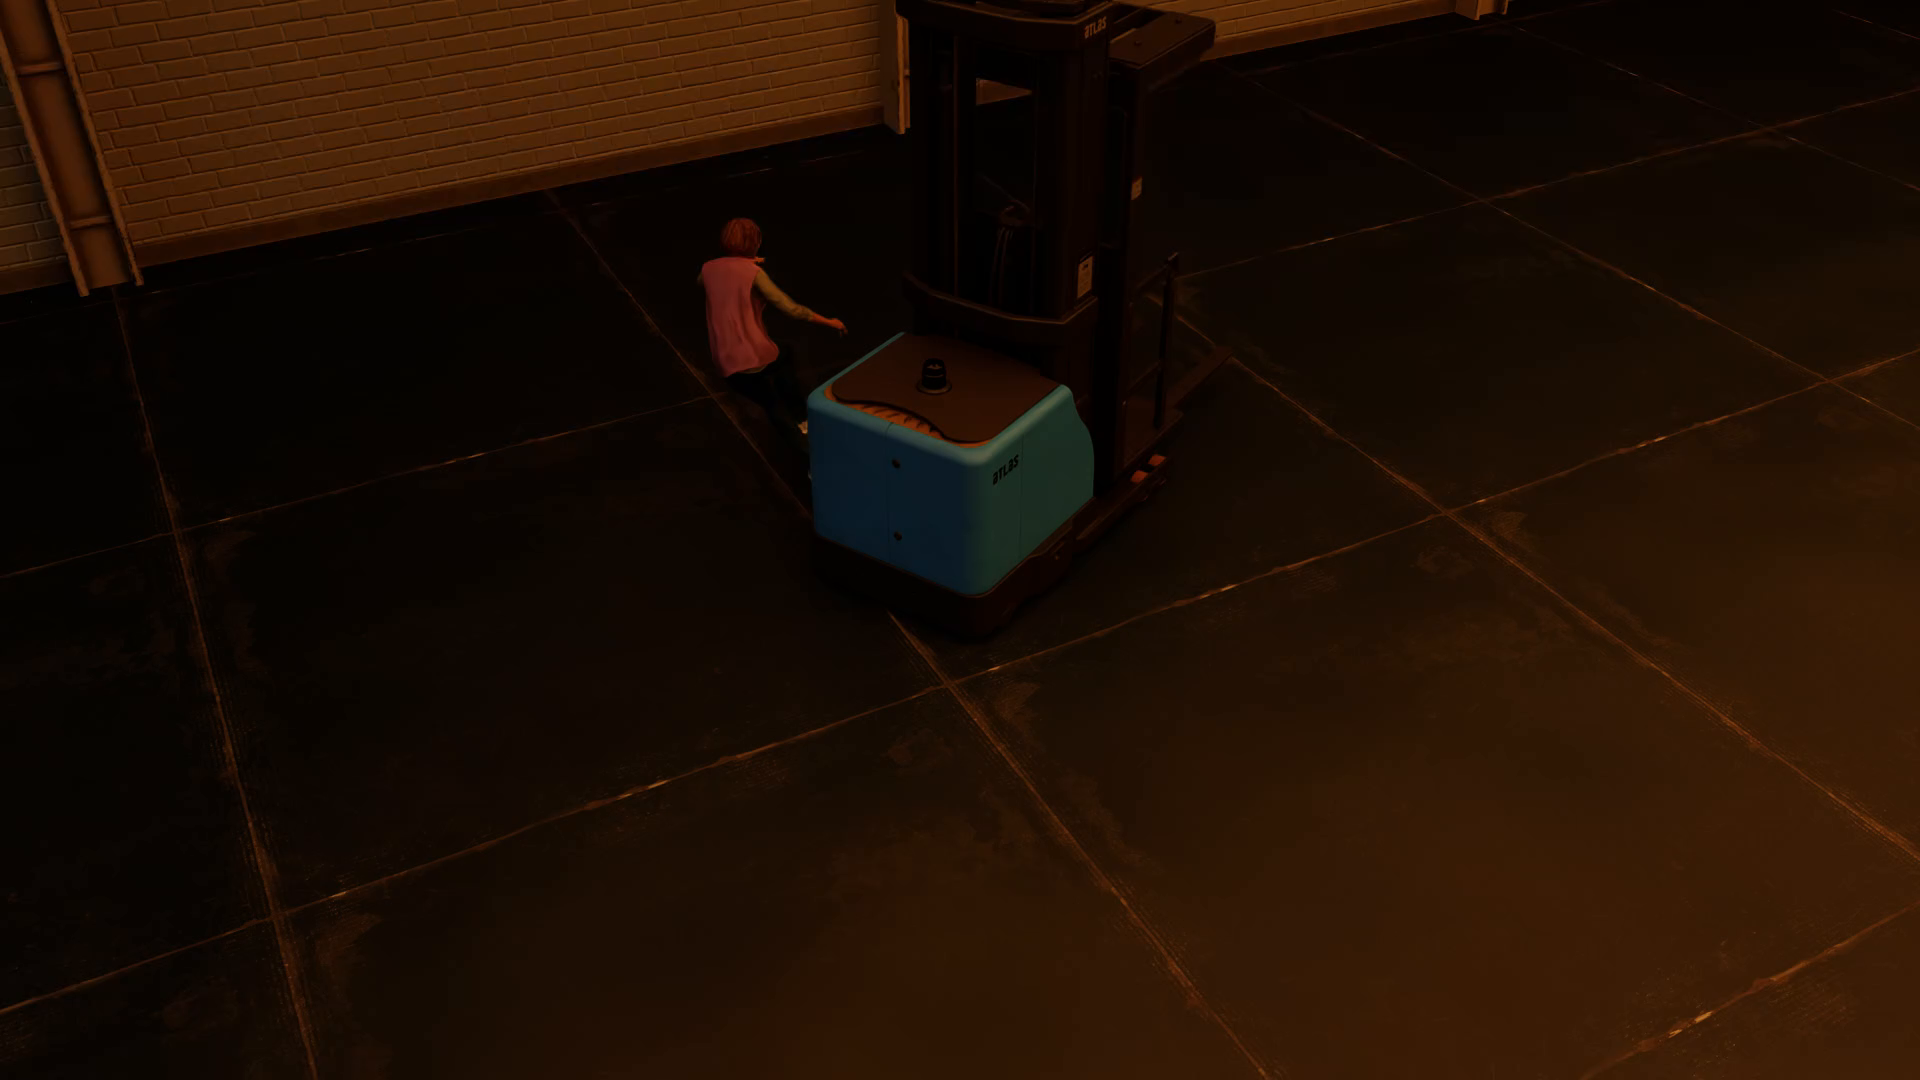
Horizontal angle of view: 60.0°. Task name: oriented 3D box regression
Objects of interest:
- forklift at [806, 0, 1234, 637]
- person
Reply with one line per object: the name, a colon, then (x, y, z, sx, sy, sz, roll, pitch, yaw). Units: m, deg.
forklift: (0.507, -1.545, 8.309, 1.130, 2.935, 3.031, 21, 41, 27)
person: (-1.021, -1.072, 8.987, 0.837, 1.377, 0.806, 3, 35, 5)
